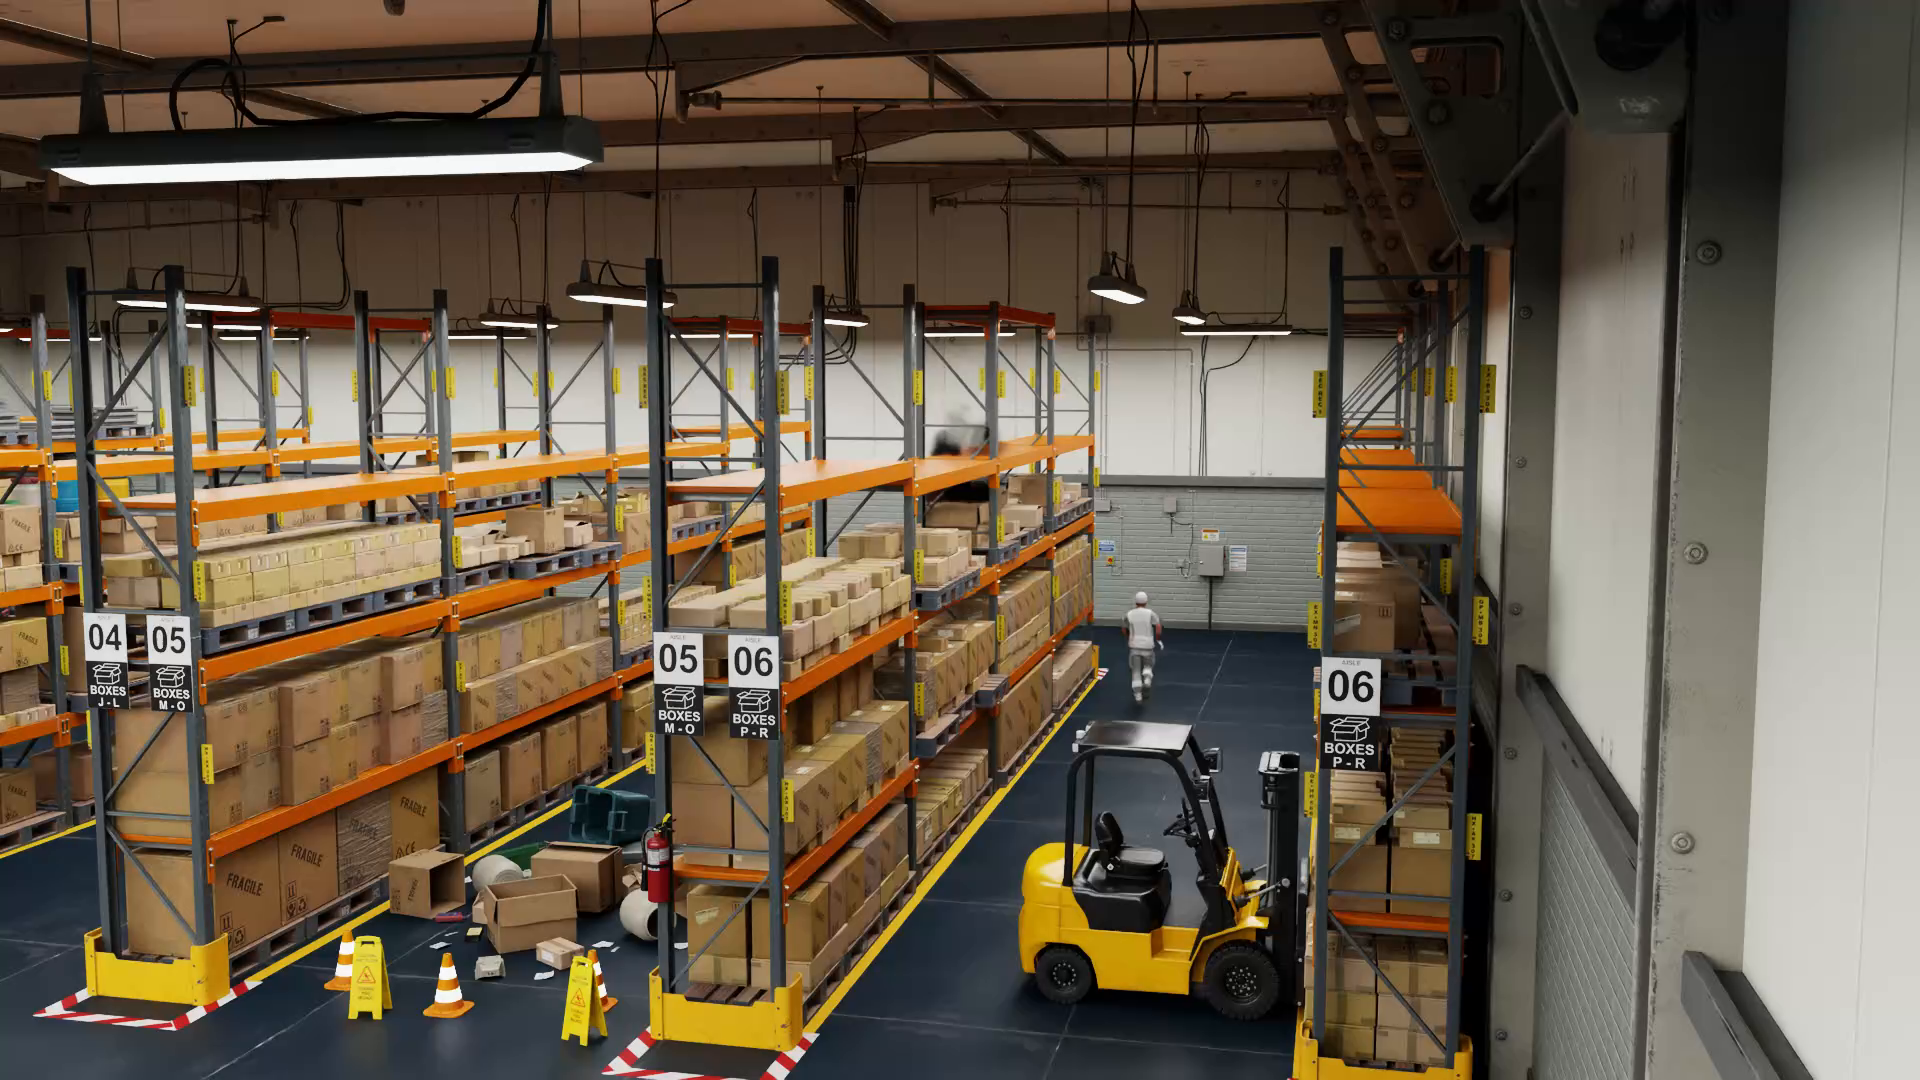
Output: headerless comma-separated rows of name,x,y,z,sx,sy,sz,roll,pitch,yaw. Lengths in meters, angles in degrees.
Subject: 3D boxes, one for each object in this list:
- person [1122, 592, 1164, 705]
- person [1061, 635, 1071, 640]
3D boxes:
person,2.853,1.664,25.967,0.662,1.736,0.674,1,6,11
person,1.727,1.398,29.608,0.805,1.609,0.549,3,7,28
